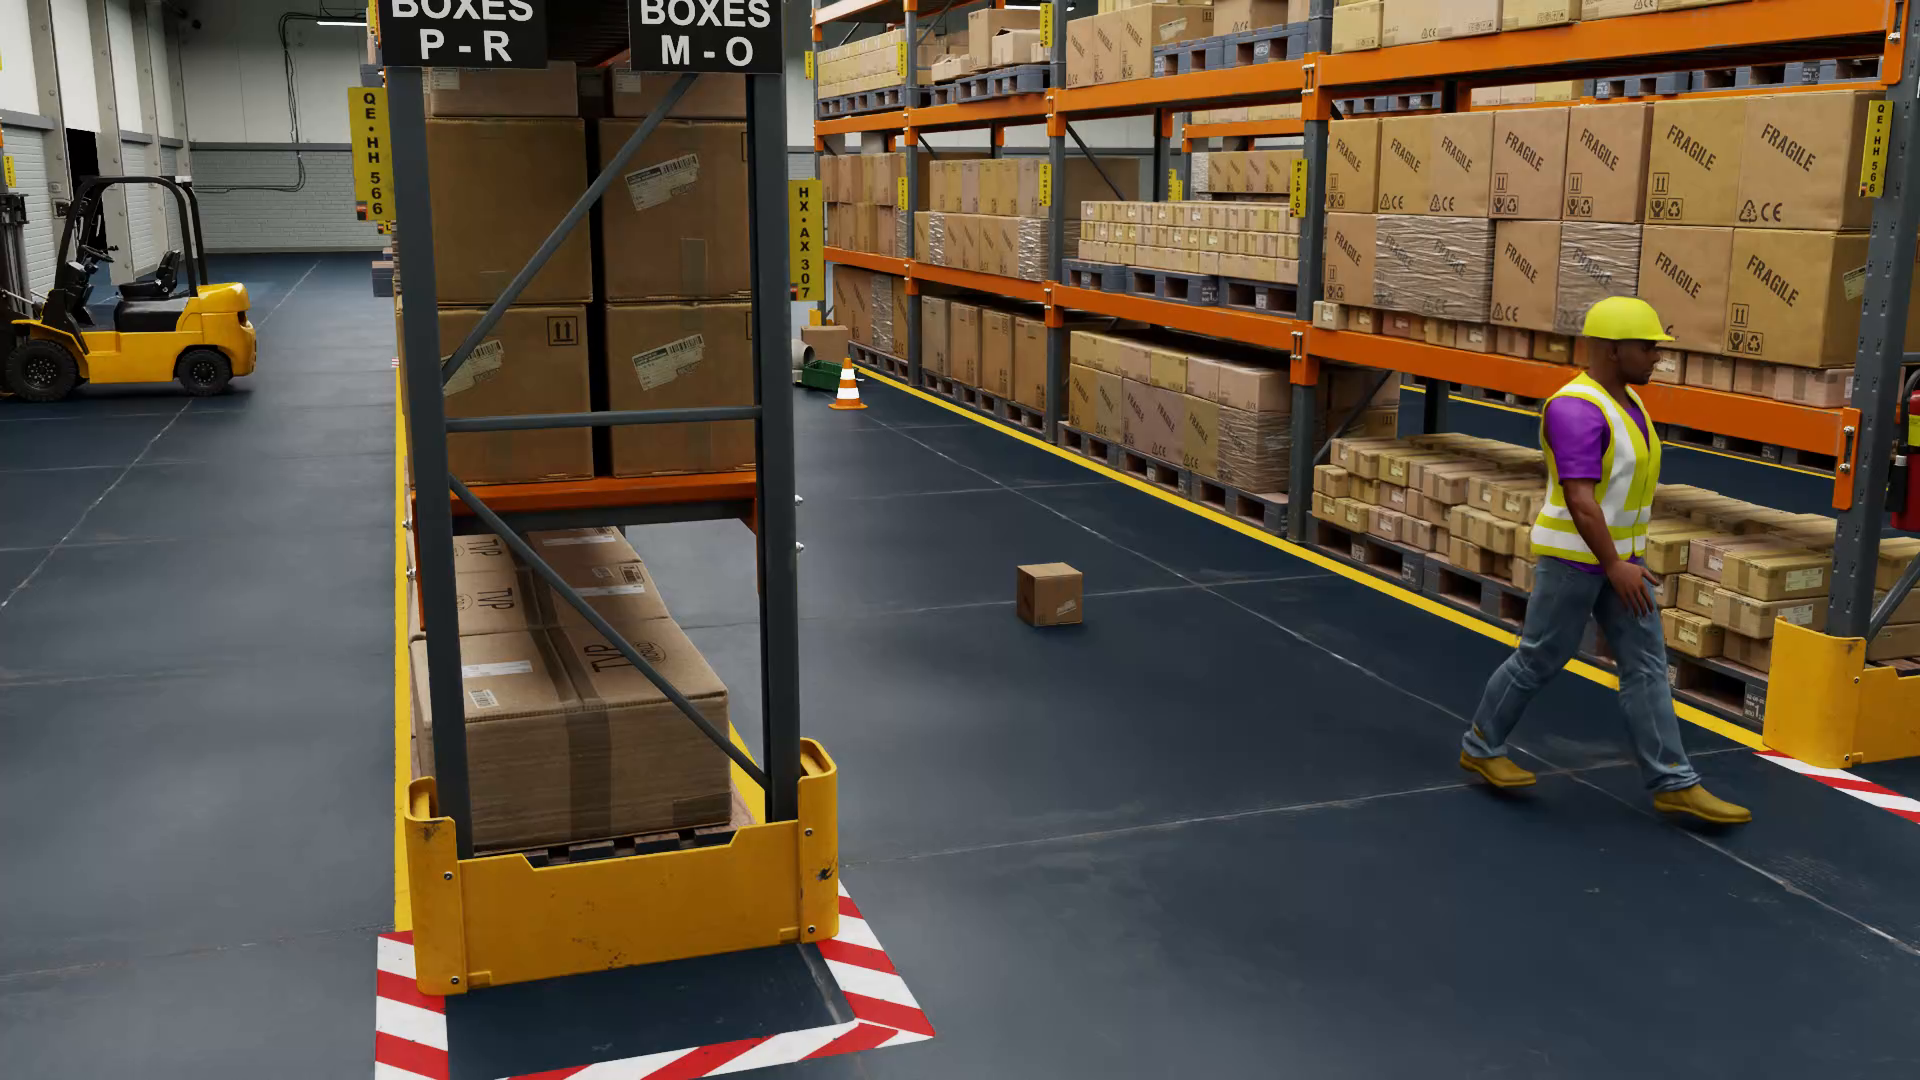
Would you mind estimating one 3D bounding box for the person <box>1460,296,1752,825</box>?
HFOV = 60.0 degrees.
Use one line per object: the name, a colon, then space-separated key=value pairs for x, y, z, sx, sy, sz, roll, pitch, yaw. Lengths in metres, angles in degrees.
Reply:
person: x=2.191 y=0.055 z=5.568 sx=0.588 sy=1.719 sz=0.958 roll=-12 pitch=17 yaw=-43
